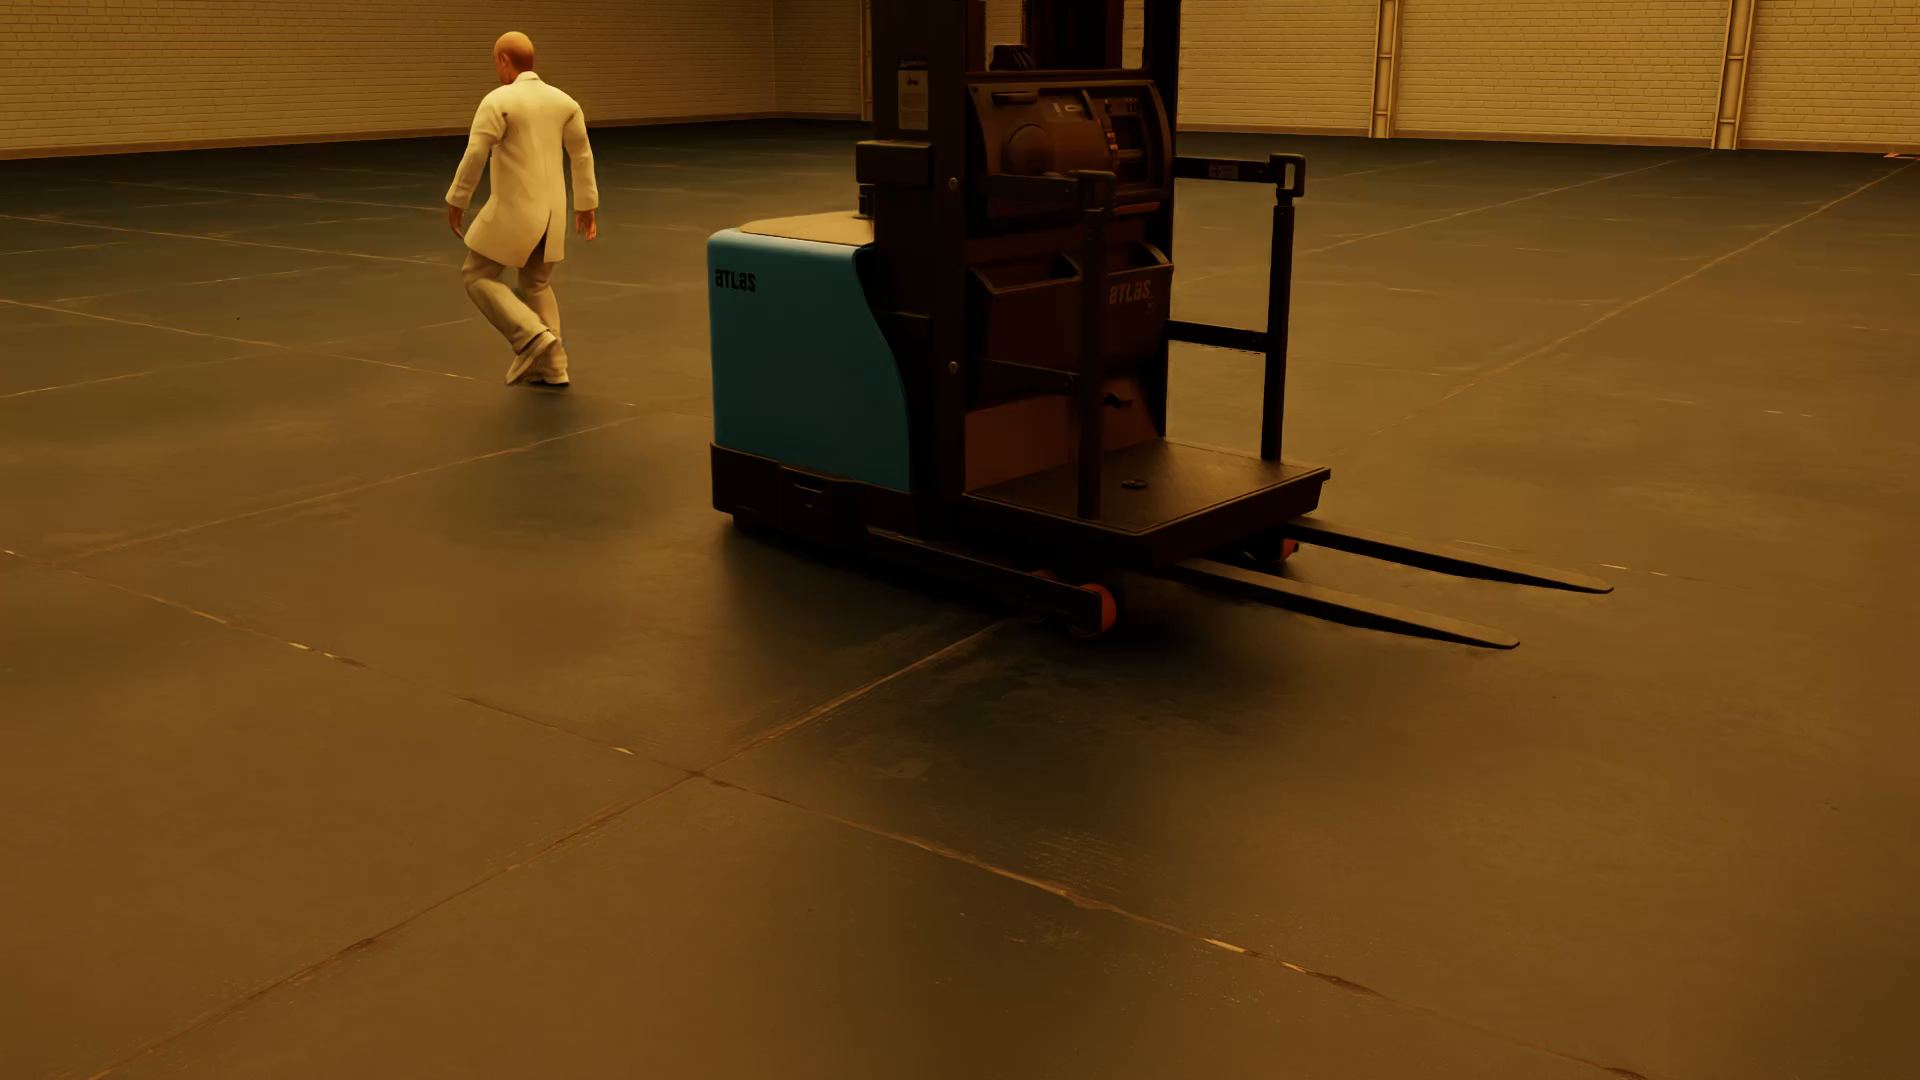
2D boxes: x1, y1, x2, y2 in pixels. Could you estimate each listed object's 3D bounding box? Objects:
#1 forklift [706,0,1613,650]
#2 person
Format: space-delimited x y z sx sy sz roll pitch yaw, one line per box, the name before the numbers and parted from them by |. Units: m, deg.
forklift | 0.516 -1.279 5.109 3.031 2.935 1.130 15 22 40
person | -2.198 -1.650 8.403 0.525 1.758 0.782 10 19 31
